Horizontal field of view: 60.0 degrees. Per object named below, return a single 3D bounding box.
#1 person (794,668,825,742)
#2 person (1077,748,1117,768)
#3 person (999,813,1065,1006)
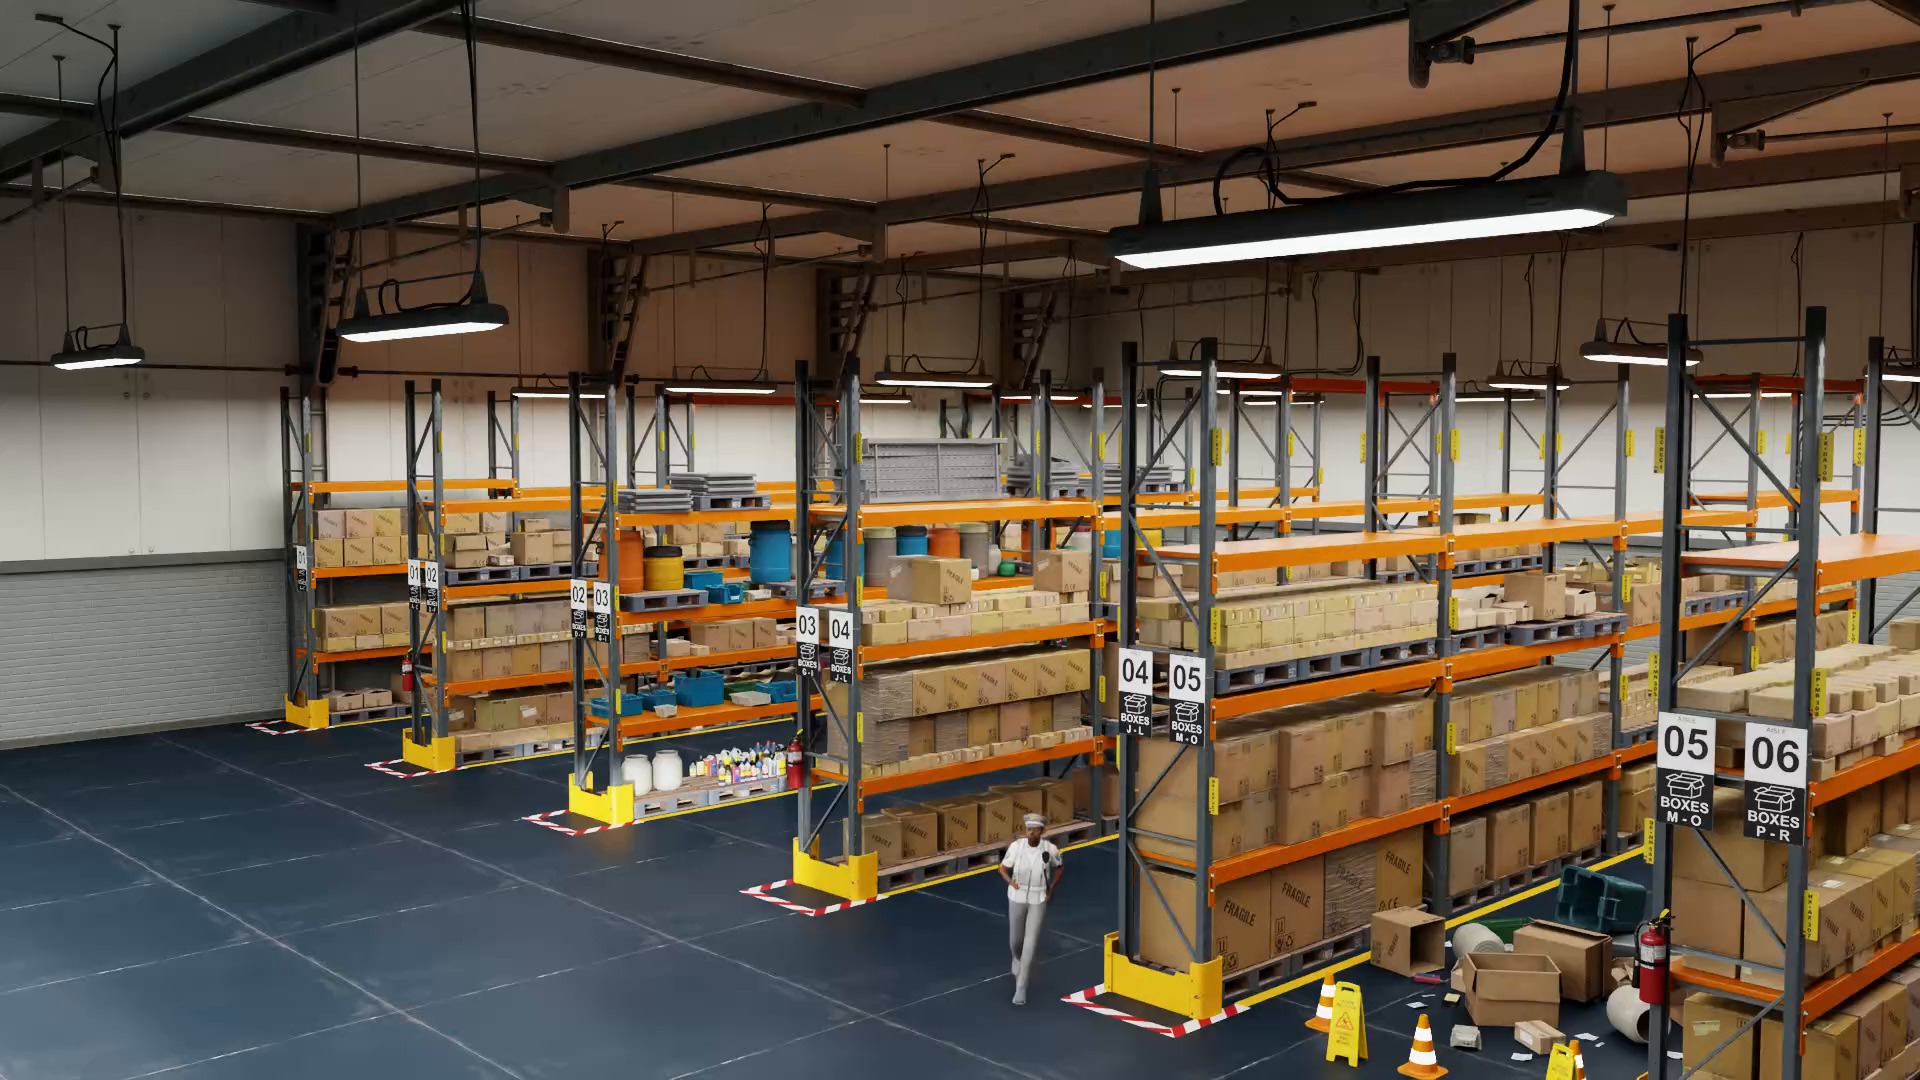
[{"bbox_3d":[-2.532,2.616,27.456,0.640,1.606,0.571,4,5,44],"label":"person"},{"bbox_3d":[1.976,2.700,24.286,0.694,1.767,0.969,3,5,43],"label":"person"},{"bbox_3d":[0.662,3.344,15.383,0.591,1.712,0.843,1,4,10],"label":"person"}]
